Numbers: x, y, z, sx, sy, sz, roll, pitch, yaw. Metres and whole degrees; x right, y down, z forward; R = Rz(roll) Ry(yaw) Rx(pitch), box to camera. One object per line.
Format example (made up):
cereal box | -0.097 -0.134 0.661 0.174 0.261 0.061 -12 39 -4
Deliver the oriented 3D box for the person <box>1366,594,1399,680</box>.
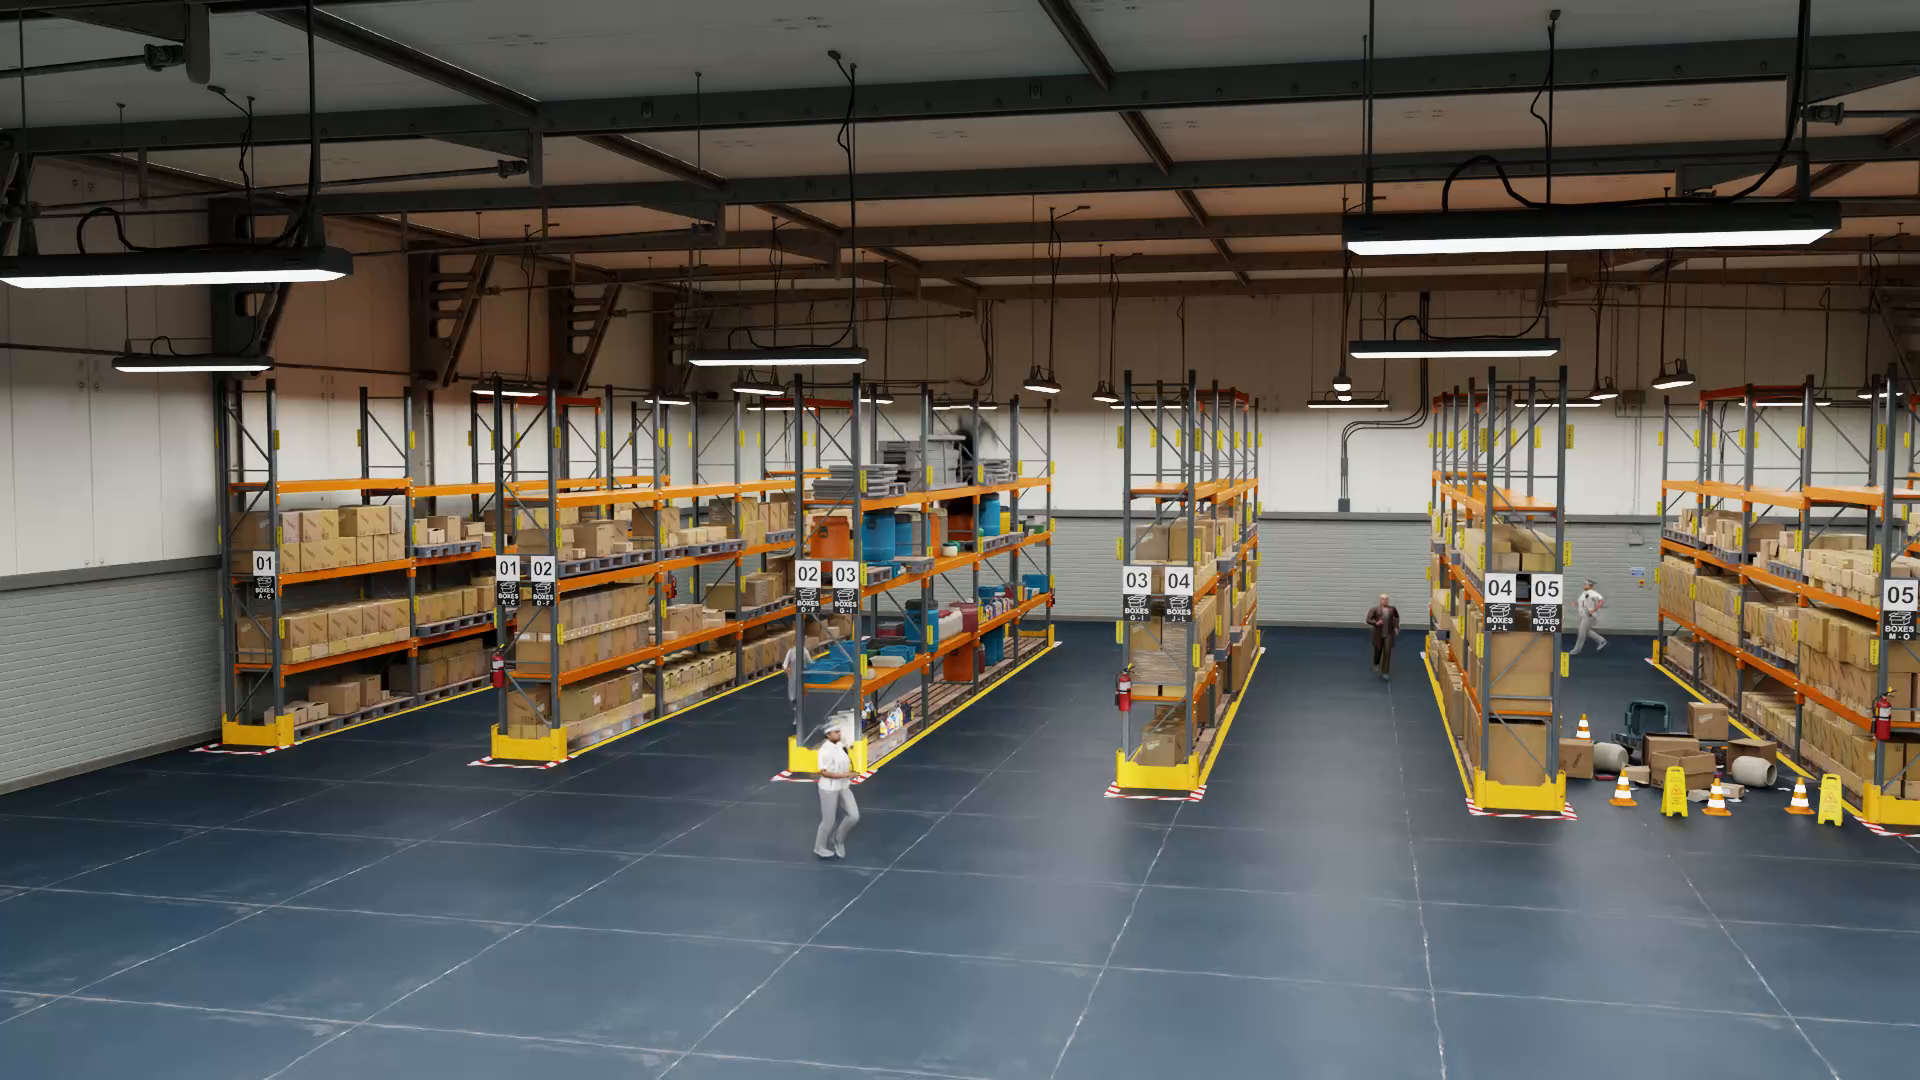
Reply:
person | 8.886 2.007 34.909 0.692 1.761 0.965 0 3 6

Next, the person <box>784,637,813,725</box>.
person | -2.852 2.464 29.357 0.534 1.553 0.557 0 3 2

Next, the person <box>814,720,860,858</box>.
person | -1.467 2.970 19.800 0.651 1.675 0.544 3 4 39

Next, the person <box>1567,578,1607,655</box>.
person | 14.638 1.776 38.763 0.973 1.783 0.662 0 3 1
